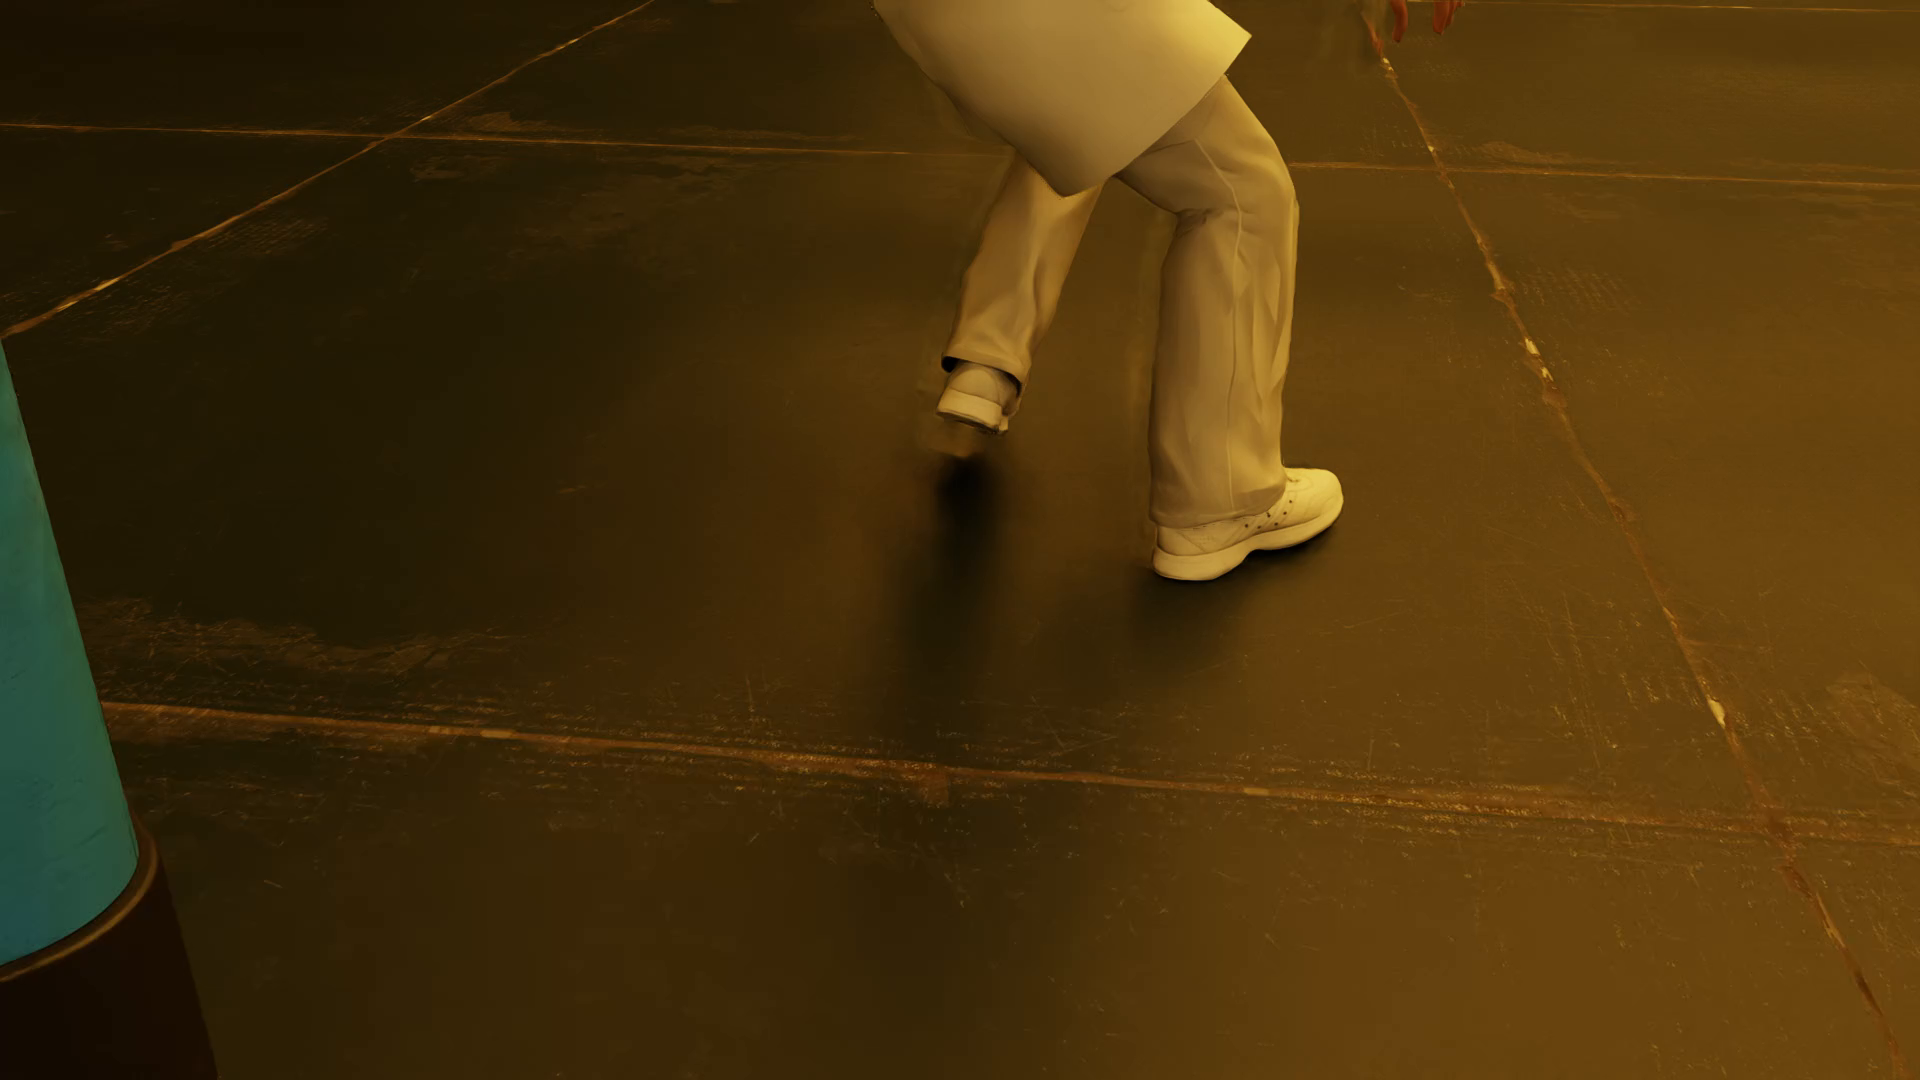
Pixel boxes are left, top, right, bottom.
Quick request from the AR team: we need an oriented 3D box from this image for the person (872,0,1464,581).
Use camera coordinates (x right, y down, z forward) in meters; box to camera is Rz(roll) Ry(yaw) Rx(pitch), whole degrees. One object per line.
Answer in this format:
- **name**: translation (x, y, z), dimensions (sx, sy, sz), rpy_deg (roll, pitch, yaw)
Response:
- **person**: translation (0.187, -0.804, 2.261), dimensions (0.628, 1.646, 0.844), rpy_deg (-15, 30, -27)
